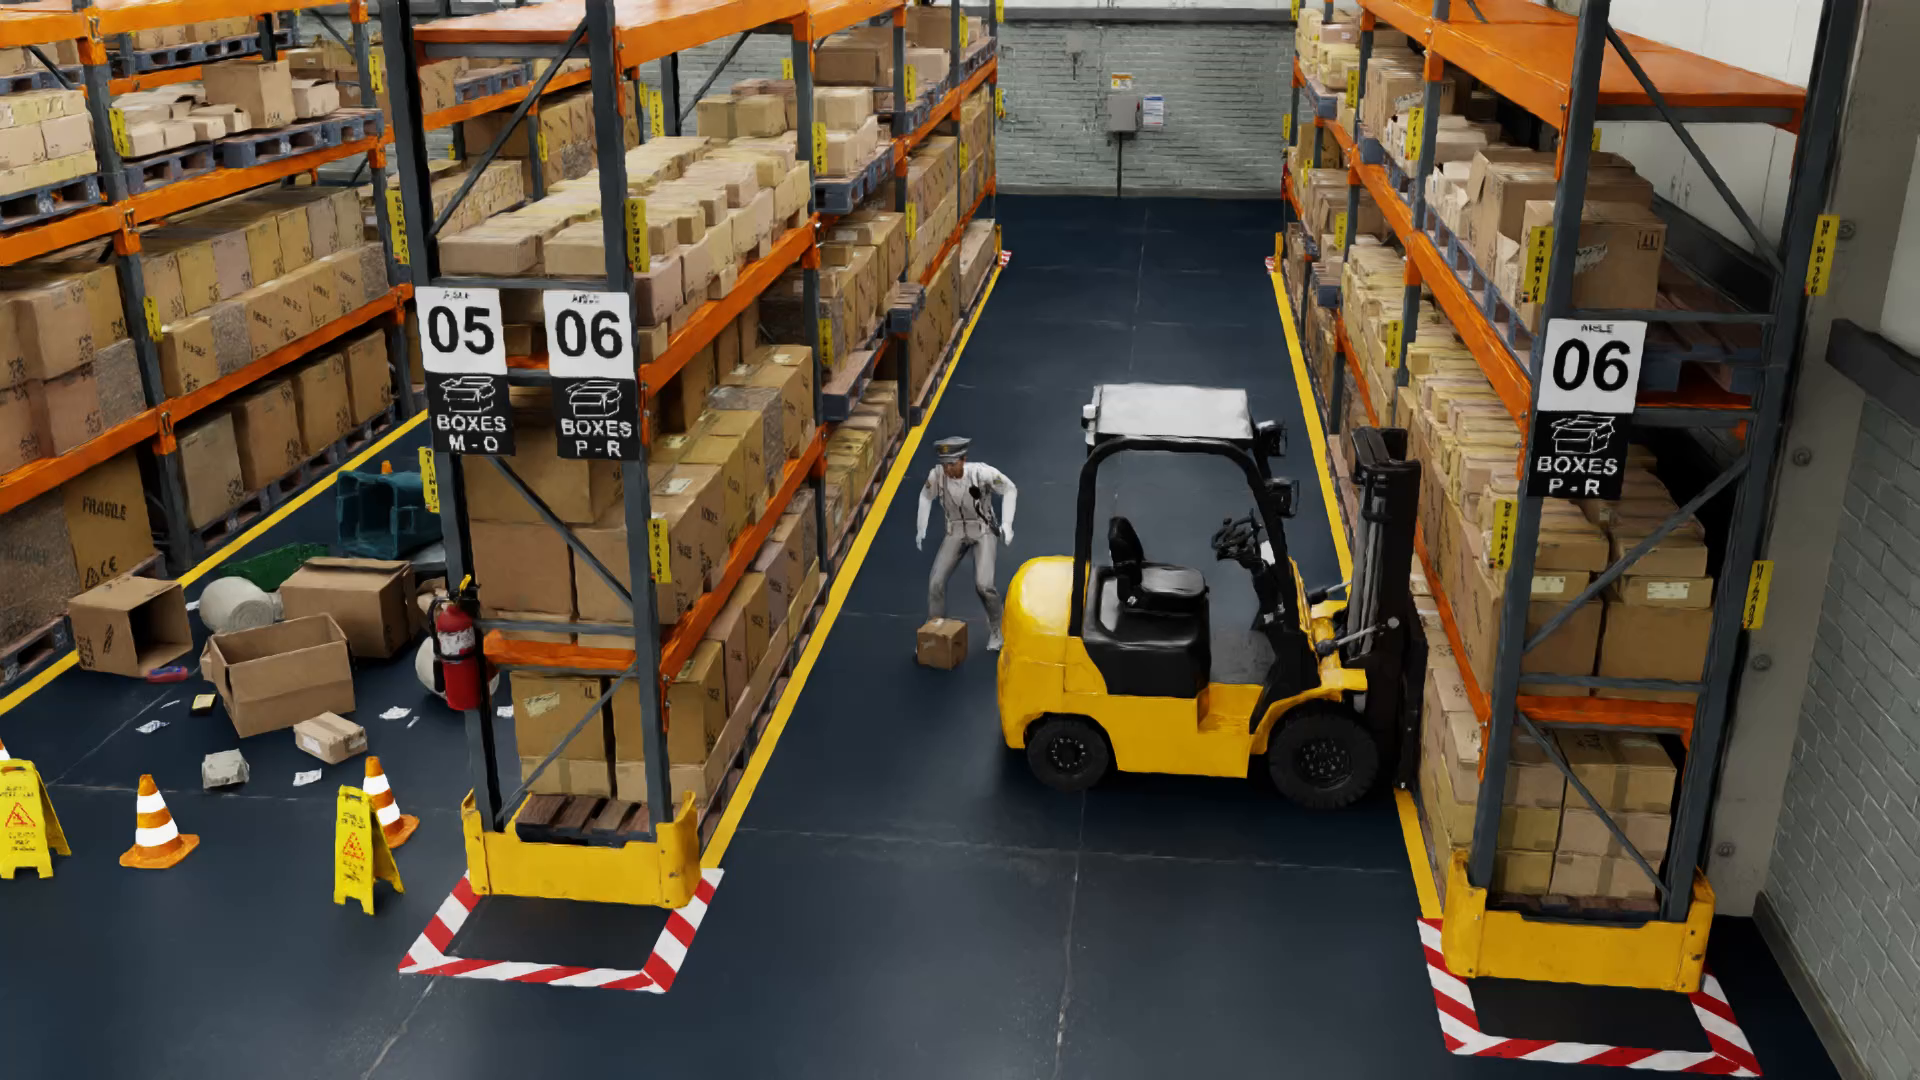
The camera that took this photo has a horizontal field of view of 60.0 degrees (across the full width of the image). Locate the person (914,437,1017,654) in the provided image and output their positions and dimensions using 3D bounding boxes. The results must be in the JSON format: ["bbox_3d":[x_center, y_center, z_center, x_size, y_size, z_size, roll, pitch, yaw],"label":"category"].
[{"bbox_3d":[-0.010,0.017,11.287,0.711,1.486,0.744,7,22,18],"label":"person"}]
